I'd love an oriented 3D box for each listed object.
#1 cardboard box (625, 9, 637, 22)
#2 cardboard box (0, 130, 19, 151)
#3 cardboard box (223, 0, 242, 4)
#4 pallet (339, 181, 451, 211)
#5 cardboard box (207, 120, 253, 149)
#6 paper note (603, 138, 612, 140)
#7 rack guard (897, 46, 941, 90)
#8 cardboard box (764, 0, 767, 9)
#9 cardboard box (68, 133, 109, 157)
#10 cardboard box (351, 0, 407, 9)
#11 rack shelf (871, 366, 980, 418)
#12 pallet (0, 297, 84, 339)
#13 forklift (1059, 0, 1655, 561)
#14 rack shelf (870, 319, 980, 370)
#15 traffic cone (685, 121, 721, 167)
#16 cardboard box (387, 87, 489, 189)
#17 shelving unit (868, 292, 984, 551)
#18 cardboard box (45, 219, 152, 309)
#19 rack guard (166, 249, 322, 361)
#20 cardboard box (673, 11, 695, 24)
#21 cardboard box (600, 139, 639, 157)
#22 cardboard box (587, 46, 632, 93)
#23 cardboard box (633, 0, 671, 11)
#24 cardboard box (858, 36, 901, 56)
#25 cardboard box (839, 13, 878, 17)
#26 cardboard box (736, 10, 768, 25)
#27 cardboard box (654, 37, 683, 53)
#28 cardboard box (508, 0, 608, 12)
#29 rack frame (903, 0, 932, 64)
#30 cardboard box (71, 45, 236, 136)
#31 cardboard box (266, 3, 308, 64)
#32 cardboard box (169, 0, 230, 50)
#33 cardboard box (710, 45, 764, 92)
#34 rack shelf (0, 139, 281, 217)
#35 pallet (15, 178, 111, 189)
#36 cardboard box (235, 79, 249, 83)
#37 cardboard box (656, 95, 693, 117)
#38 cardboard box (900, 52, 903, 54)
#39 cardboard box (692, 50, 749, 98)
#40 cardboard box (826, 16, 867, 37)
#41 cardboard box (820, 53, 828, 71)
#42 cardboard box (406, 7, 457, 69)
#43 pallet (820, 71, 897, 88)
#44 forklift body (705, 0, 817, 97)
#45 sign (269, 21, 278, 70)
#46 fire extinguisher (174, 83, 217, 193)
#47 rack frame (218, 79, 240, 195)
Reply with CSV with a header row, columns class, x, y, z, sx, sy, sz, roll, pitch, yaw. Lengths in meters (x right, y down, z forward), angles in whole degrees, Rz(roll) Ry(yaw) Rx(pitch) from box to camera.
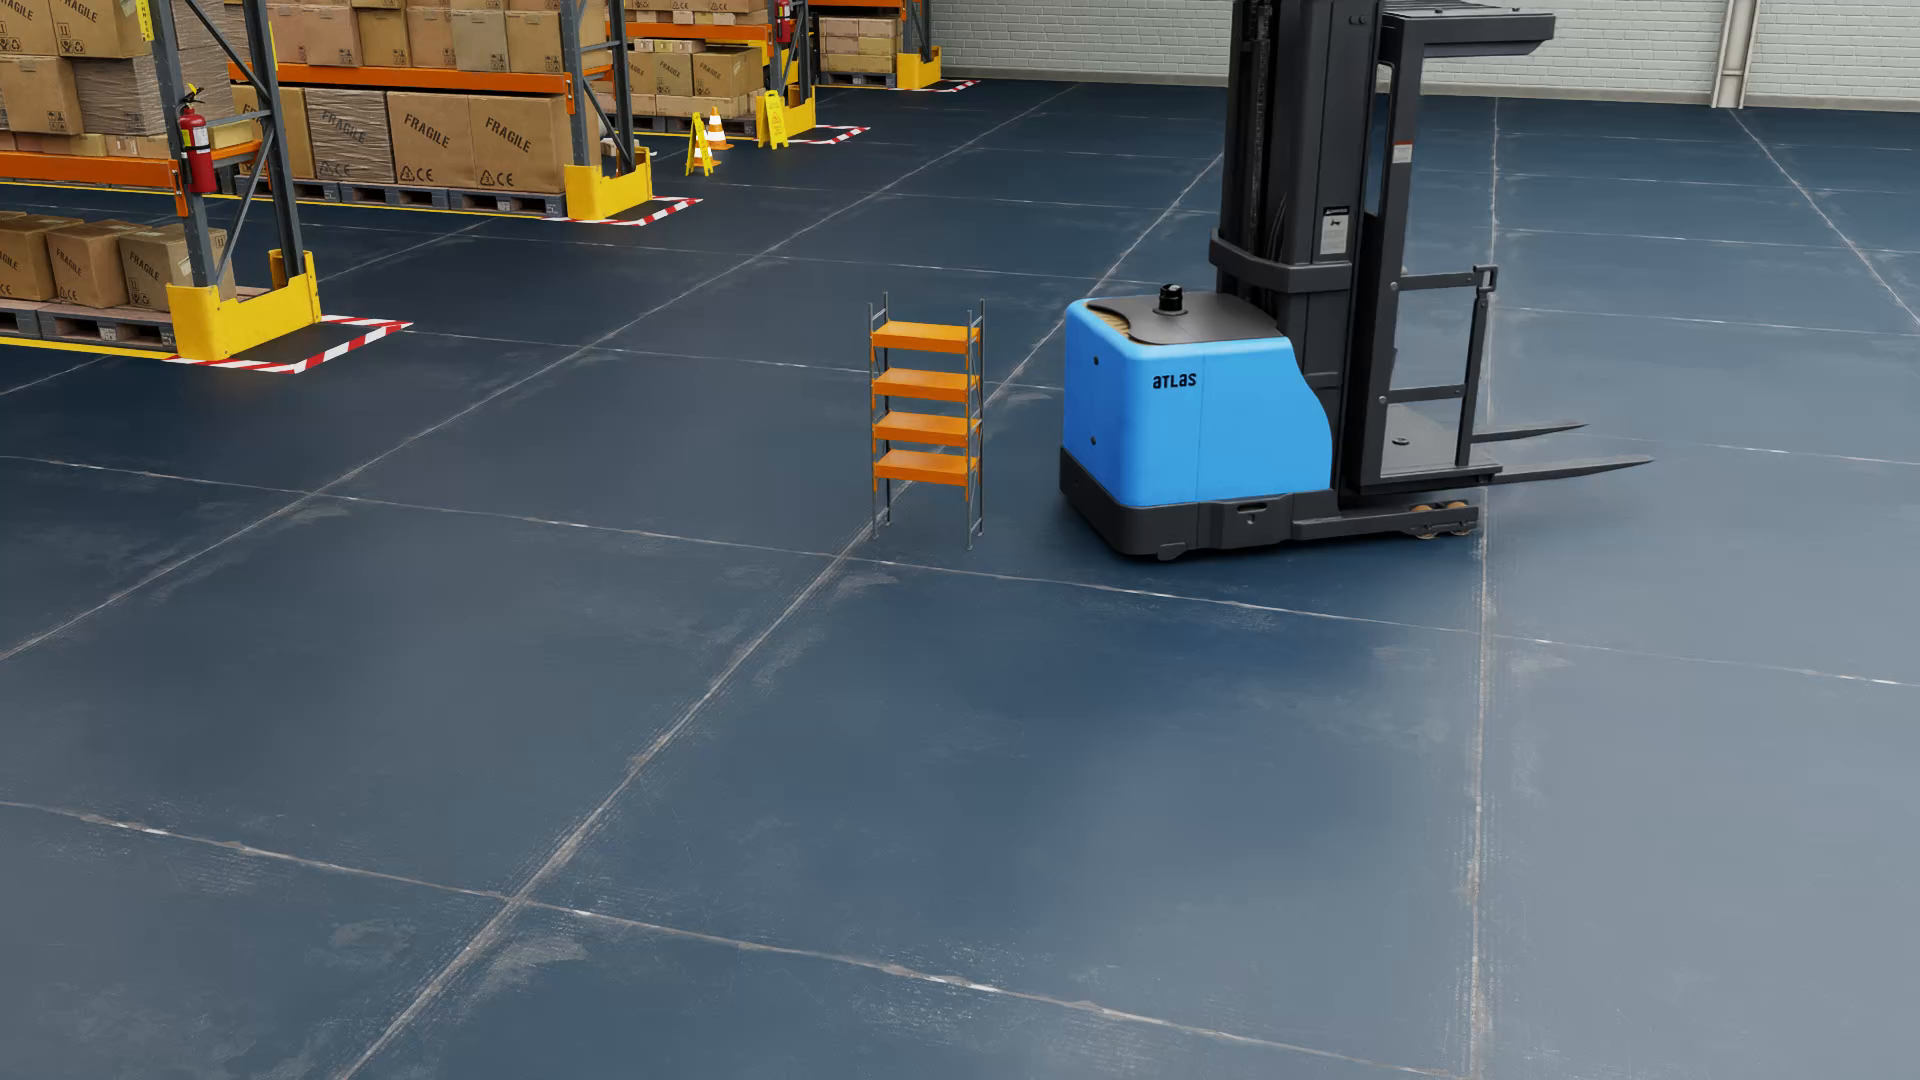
class,x,y,z,sx,sy,sz,roll,pitch,yaw
cardboard box,-3.941,-6.433,20.330,0.250,0.149,0.380,7,23,16
cardboard box,-6.460,-2.781,11.429,0.250,0.149,0.380,7,23,16
cardboard box,-6.883,-5.556,16.241,0.550,0.550,0.875,7,23,16
pallet,-5.349,-3.505,16.536,1.213,0.211,1.003,7,23,15
cardboard box,-5.130,-2.812,11.504,0.250,0.149,0.380,7,23,16
paper note,-4.220,-4.834,20.015,0.148,0.019,0.142,-1,22,-3
rack guard,-0.610,-7.056,24.812,0.348,0.500,1.175,7,23,16
cardboard box,-2.437,-6.747,20.243,0.500,0.500,0.500,6,23,15
cardboard box,-5.752,-2.687,11.198,0.250,0.149,0.380,7,23,16
cardboard box,-5.336,-5.373,15.797,0.500,0.550,0.875,7,23,16
rack shelf,-0.158,-0.718,8.027,0.480,0.148,0.258,7,23,16
pallet,-6.930,-1.765,12.294,1.213,0.211,1.003,7,23,16
forklift,2.097,-1.546,8.178,3.031,2.935,1.130,-6,23,-14
rack shelf,-0.158,-0.937,7.937,0.480,0.148,0.258,7,23,16
traffic cone,-2.843,-4.375,18.326,0.334,0.463,0.336,7,23,16
cardboard box,-4.908,-3.959,16.214,0.875,0.875,0.875,6,23,15
shelving unit,-0.158,-0.573,8.087,0.503,1.200,0.258,7,23,16
cardboard box,-6.101,-1.976,11.874,0.500,0.500,0.500,13,26,29
rack guard,-4.999,-1.662,11.663,0.348,0.500,1.175,7,23,16
cardboard box,-3.252,-6.298,20.003,0.250,0.149,0.380,7,23,16
cardboard box,-3.901,-4.502,19.048,0.380,0.149,0.250,-20,29,-39
cardboard box,-4.394,-5.844,20.646,0.500,0.500,0.500,8,24,18
cardboard box,-3.619,-6.667,20.047,0.500,0.500,0.500,6,23,15
cardboard box,-1.189,-7.308,24.544,0.500,0.250,0.500,6,23,15
cardboard box,-1.518,-7.774,25.023,0.500,0.250,0.500,7,23,16
cardboard box,-2.483,-6.258,19.905,0.250,0.149,0.380,7,23,17
cardboard box,-3.516,-6.018,20.215,0.250,0.149,0.380,7,23,16
cardboard box,-3.740,-5.225,15.435,0.550,0.550,0.875,7,23,16
rack frame,-0.633,-8.215,24.344,0.127,3.000,1.000,7,23,16
cardboard box,-5.445,-3.064,11.264,0.500,0.500,0.875,7,23,16
cardboard box,-6.336,-5.021,16.360,0.550,0.550,0.875,7,23,16
cardboard box,-5.374,-3.616,11.292,0.500,0.500,0.500,7,23,16
cardboard box,-2.779,-5.871,20.713,0.500,0.500,0.500,6,23,14
rack shelf,-6.841,-2.697,11.840,4.000,0.370,1.077,7,23,16
pallet,-9.158,-3.940,17.597,1.213,0.211,1.003,7,23,16
cardboard box,-9.184,-6.201,22.344,0.625,0.372,0.950,5,23,12
cardboard box,-3.409,-5.384,20.512,0.500,0.250,0.500,7,23,16
cardboard box,-1.047,-7.262,25.091,0.500,0.250,0.500,7,23,16
cardboard box,-2.906,-5.673,20.229,0.500,0.500,0.500,7,23,16
cardboard box,-1.655,-7.590,24.574,0.500,0.250,0.500,7,23,16
cardboard box,-2.124,-7.190,24.915,0.500,0.250,0.500,7,23,16
cardboard box,-4.797,-4.854,15.954,0.550,0.550,0.875,7,23,16
pallet,-1.377,-6.993,25.040,1.213,0.211,1.003,7,23,16
forklift body,-2.976,-7.367,23.396,1.214,2.155,2.313,7,23,16
sign,-4.769,-3.408,11.485,0.005,0.325,0.100,7,23,16
fire extinguisher,-4.949,-2.595,10.745,0.183,0.674,0.296,7,23,16
rack frame,-7.226,-5.040,16.604,0.127,3.000,1.000,7,23,16
